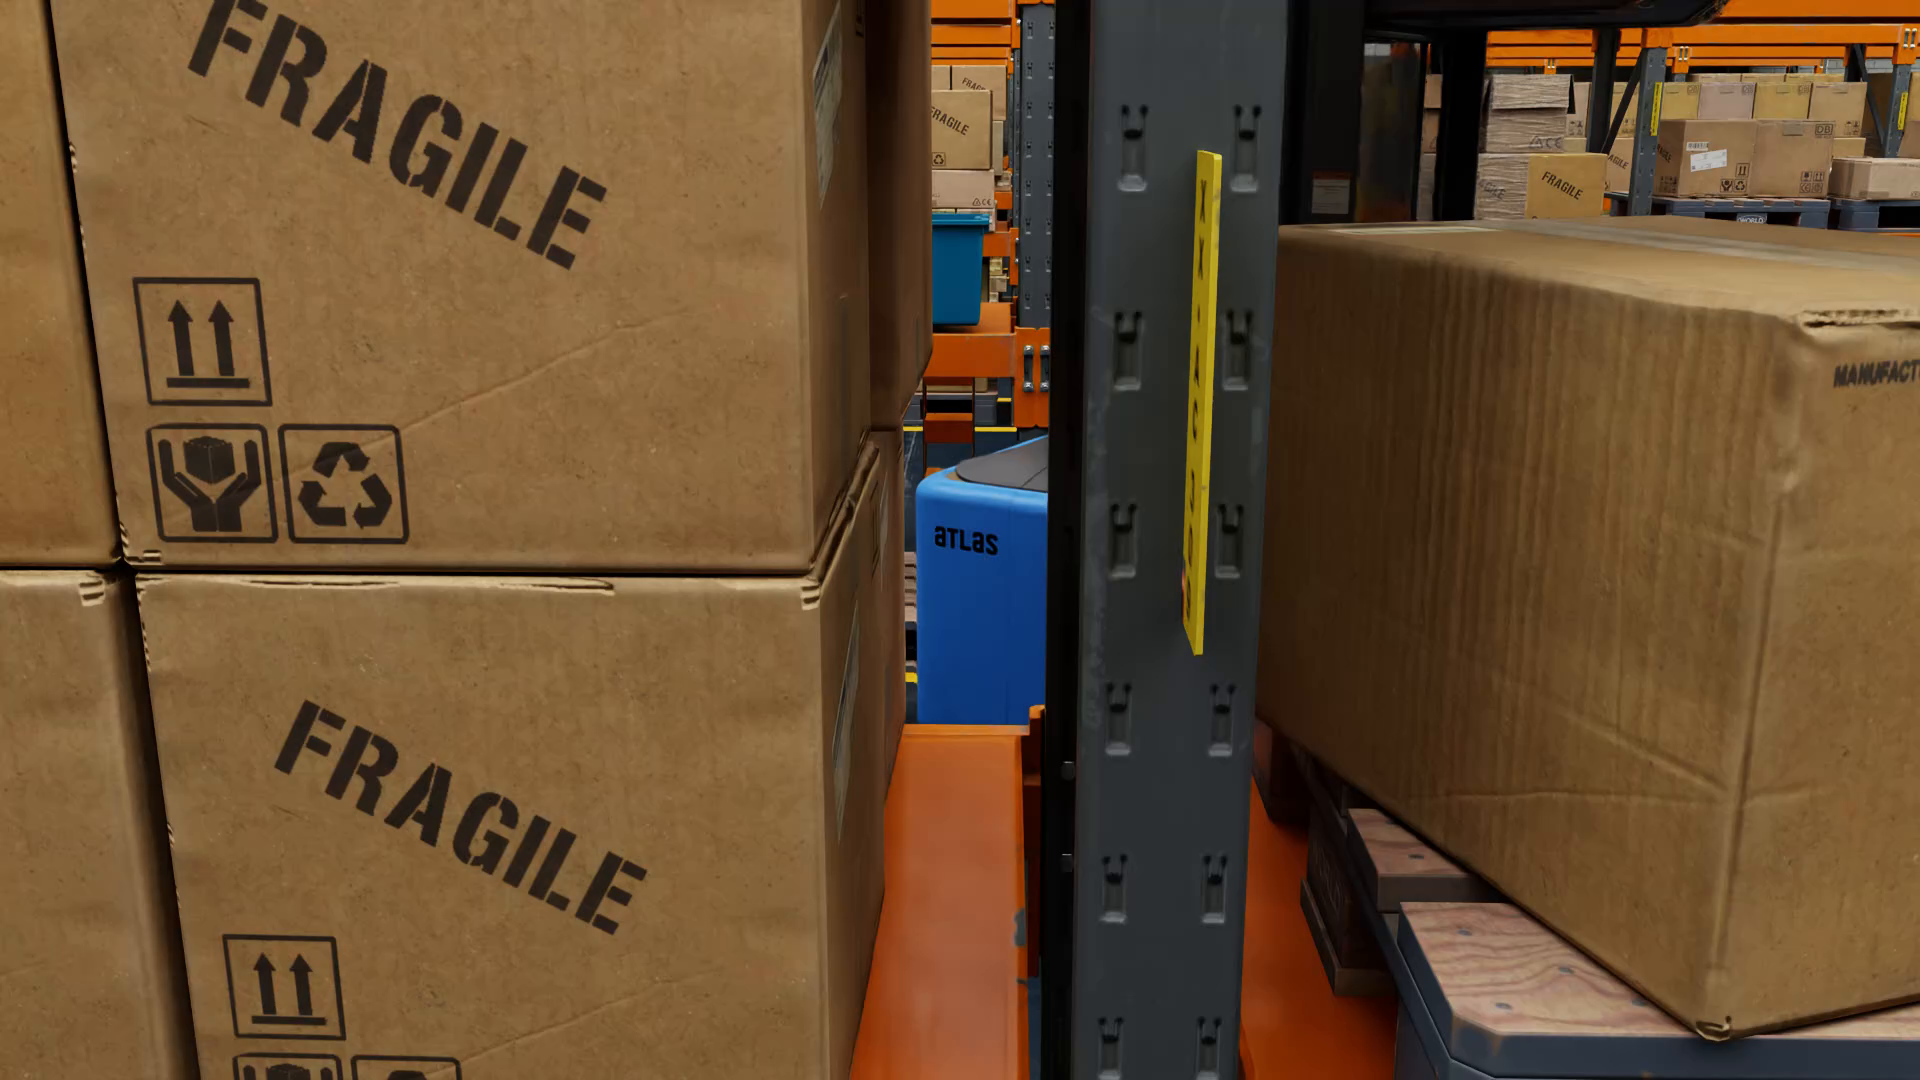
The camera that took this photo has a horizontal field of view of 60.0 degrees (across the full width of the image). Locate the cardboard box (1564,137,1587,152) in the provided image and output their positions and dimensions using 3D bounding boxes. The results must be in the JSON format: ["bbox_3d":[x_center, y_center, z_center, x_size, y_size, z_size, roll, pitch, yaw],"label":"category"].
[{"bbox_3d":[5.599,-3.550,15.719,0.500,0.500,0.500,0,15,1],"label":"cardboard box"}]

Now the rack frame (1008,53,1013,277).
[{"bbox_3d":[0.676,-4.865,20.899,0.127,3.000,1.000,0,15,1],"label":"rack frame"}]

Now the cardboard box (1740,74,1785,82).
[{"bbox_3d":[9.617,-5.421,20.269,0.500,0.500,0.700,0,15,2],"label":"cardboard box"}]

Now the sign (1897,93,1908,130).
[{"bbox_3d":[8.644,-3.933,15.252,0.005,0.325,0.100,0,15,1],"label":"sign"}]

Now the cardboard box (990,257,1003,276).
[{"bbox_3d":[0.288,-2.650,16.103,0.250,0.149,0.380,1,15,3],"label":"cardboard box"}]

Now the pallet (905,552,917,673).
[{"bbox_3d":[-0.440,0.279,6.869,1.213,0.211,1.003,0,15,1],"label":"pallet"}]

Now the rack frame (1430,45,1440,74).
[{"bbox_3d":[4.649,-3.576,16.013,0.127,3.000,1.000,0,15,1],"label":"rack frame"}]

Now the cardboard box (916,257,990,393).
[{"bbox_3d":[-0.235,-1.538,11.631,0.875,0.875,0.875,0,15,1],"label":"cardboard box"}]

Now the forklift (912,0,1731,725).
[{"bbox_3d":[1.379,-0.467,4.364,3.031,2.935,1.130,9,17,30],"label":"forklift"}]

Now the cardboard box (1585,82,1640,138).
[{"bbox_3d":[6.116,-4.096,15.830,0.500,0.500,0.700,0,15,1],"label":"cardboard box"}]

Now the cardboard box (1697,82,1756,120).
[{"bbox_3d":[7.132,-4.089,15.804,0.500,0.500,0.700,0,15,2],"label":"cardboard box"}]

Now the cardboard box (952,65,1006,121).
[{"bbox_3d":[0.173,-4.212,15.684,0.500,0.500,0.500,0,15,-1],"label":"cardboard box"}]

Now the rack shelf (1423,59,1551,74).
[{"bbox_3d":[6.797,-7.194,25.258,4.000,0.370,1.077,0,15,1],"label":"rack shelf"}]

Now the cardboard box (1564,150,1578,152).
[{"bbox_3d":[3.942,-2.432,11.484,0.500,0.500,0.500,1,15,3],"label":"cardboard box"}]

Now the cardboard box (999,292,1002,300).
[{"bbox_3d":[0.295,-2.511,16.742,0.250,0.149,0.380,0,15,-1],"label":"cardboard box"}]

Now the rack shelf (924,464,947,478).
[{"bbox_3d":[-0.054,-0.229,8.281,0.240,0.259,0.215,0,15,1],"label":"rack shelf"}]

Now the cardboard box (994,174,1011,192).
[{"bbox_3d":[0.359,-3.423,15.925,0.250,0.149,0.380,0,15,1],"label":"cardboard box"}]

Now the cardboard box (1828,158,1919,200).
[{"bbox_3d":[6.091,-2.372,10.923,0.500,0.250,0.500,0,15,0],"label":"cardboard box"}]

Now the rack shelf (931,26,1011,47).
[{"bbox_3d":[-1.349,-4.717,15.870,4.000,0.370,1.077,0,15,1],"label":"rack shelf"}]

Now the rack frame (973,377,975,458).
[{"bbox_3d":[0.068,-0.507,8.204,0.008,1.050,0.200,0,15,1],"label":"rack frame"}]

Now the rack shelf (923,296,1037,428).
[{"bbox_3d":[-1.703,-0.740,6.674,4.000,0.370,1.077,0,15,1],"label":"rack shelf"}]

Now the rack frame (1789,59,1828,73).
[{"bbox_3d":[12.795,-6.053,25.401,0.127,3.000,1.000,0,15,1],"label":"rack frame"}]

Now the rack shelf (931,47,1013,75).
[{"bbox_3d":[-1.324,-5.980,20.658,4.000,0.370,1.077,0,15,1],"label":"rack shelf"}]

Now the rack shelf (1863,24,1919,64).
[{"bbox_3d":[10.647,-4.639,15.574,4.000,0.370,1.077,0,15,1],"label":"rack shelf"}]

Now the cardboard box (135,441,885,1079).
[{"bbox_3d":[-0.340,0.203,1.496,0.500,0.500,0.500,1,15,2],"label":"cardboard box"}]

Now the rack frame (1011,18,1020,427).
[{"bbox_3d":[0.423,-2.338,11.320,0.127,3.000,1.000,0,15,1],"label":"rack frame"}]

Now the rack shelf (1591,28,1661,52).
[{"bbox_3d":[2.422,-3.427,10.980,4.000,0.370,1.077,0,15,1],"label":"rack shelf"}]

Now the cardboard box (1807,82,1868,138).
[{"bbox_3d":[8.151,-4.083,15.781,0.500,0.500,0.700,0,15,0],"label":"cardboard box"}]

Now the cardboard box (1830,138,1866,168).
[{"bbox_3d":[8.119,-3.533,15.656,0.500,0.500,0.500,0,15,1],"label":"cardboard box"}]

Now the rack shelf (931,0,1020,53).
[{"bbox_3d":[-1.577,-3.453,11.079,4.000,0.370,1.077,0,15,1],"label":"rack shelf"}]

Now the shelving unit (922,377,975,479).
[{"bbox_3d":[-0.054,-0.508,8.207,0.252,1.050,0.215,0,15,1],"label":"shelving unit"}]

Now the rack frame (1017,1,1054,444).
[{"bbox_3d":[0.296,-1.074,6.533,0.127,3.000,1.000,0,15,1],"label":"rack frame"}]

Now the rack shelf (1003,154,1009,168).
[{"bbox_3d":[-1.201,-5.796,25.838,4.000,0.370,1.077,0,15,1],"label":"rack shelf"}]

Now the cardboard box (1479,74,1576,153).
[{"bbox_3d":[3.691,-2.854,11.114,0.637,0.503,0.797,1,15,3],"label":"cardboard box"}]

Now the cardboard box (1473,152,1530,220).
[{"bbox_3d":[3.423,-2.305,10.999,0.500,0.500,0.500,0,15,1],"label":"cardboard box"}]

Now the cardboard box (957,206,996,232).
[{"bbox_3d":[0.109,-2.135,11.043,0.250,0.149,0.380,0,15,2],"label":"cardboard box"}]

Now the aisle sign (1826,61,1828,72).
[{"bbox_3d":[12.853,-7.234,24.784,0.004,0.787,0.394,0,15,1],"label":"aisle sign"}]

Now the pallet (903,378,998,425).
[{"bbox_3d":[-0.336,-1.014,11.770,1.213,0.211,1.003,0,15,1],"label":"pallet"}]

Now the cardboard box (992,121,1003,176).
[{"bbox_3d":[0.160,-3.725,15.800,0.500,0.500,0.500,0,15,2],"label":"cardboard box"}]

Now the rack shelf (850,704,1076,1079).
[{"bbox_3d":[-1.834,0.524,1.886,4.000,0.370,1.077,0,15,1],"label":"rack shelf"}]

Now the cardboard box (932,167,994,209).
[{"bbox_3d":[-0.026,-2.345,11.059,0.500,0.250,0.500,0,15,0],"label":"cardboard box"}]

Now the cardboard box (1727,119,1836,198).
[{"bbox_3d":[5.523,-2.591,11.263,0.500,0.500,0.700,3,15,10],"label":"cardboard box"}]

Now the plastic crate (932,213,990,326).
[{"bbox_3d":[-0.179,-1.012,6.209,0.575,0.384,0.392,0,15,1],"label":"plastic crate"}]

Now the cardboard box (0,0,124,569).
[{"bbox_3d":[-0.859,-0.283,1.377,0.500,0.500,0.500,0,15,0],"label":"cardboard box"}]

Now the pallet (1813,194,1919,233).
[{"bbox_3d":[6.401,-2.216,11.236,1.213,0.211,1.003,0,15,1],"label":"pallet"}]

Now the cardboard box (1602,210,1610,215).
[{"bbox_3d":[9.775,-5.109,25.412,0.500,0.250,0.500,0,15,1],"label":"cardboard box"}]

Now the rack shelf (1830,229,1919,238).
[{"bbox_3d":[6.421,-1.951,11.264,4.000,0.370,1.077,0,15,1],"label":"rack shelf"}]

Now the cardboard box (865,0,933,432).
[{"bbox_3d":[-0.298,-0.418,1.888,0.500,0.500,0.500,1,15,3],"label":"cardboard box"}]

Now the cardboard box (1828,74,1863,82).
[{"bbox_3d":[10.642,-5.431,20.306,0.500,0.500,0.700,0,15,1],"label":"cardboard box"}]

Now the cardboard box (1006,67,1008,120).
[{"bbox_3d":[0.205,-4.343,16.180,0.500,0.500,0.500,1,15,3],"label":"cardboard box"}]

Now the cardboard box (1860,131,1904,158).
[{"bbox_3d":[9.017,-3.623,15.898,0.550,0.550,0.875,0,15,1],"label":"cardboard box"}]

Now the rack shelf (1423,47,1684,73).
[{"bbox_3d":[6.674,-5.928,20.460,4.000,0.370,1.077,0,15,1],"label":"rack shelf"}]

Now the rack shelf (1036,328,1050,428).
[{"bbox_3d":[2.295,-0.714,6.575,4.000,0.370,1.077,0,15,1],"label":"rack shelf"}]

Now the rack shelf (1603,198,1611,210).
[{"bbox_3d":[6.648,-3.215,16.056,4.000,0.370,1.077,0,15,1],"label":"rack shelf"}]
